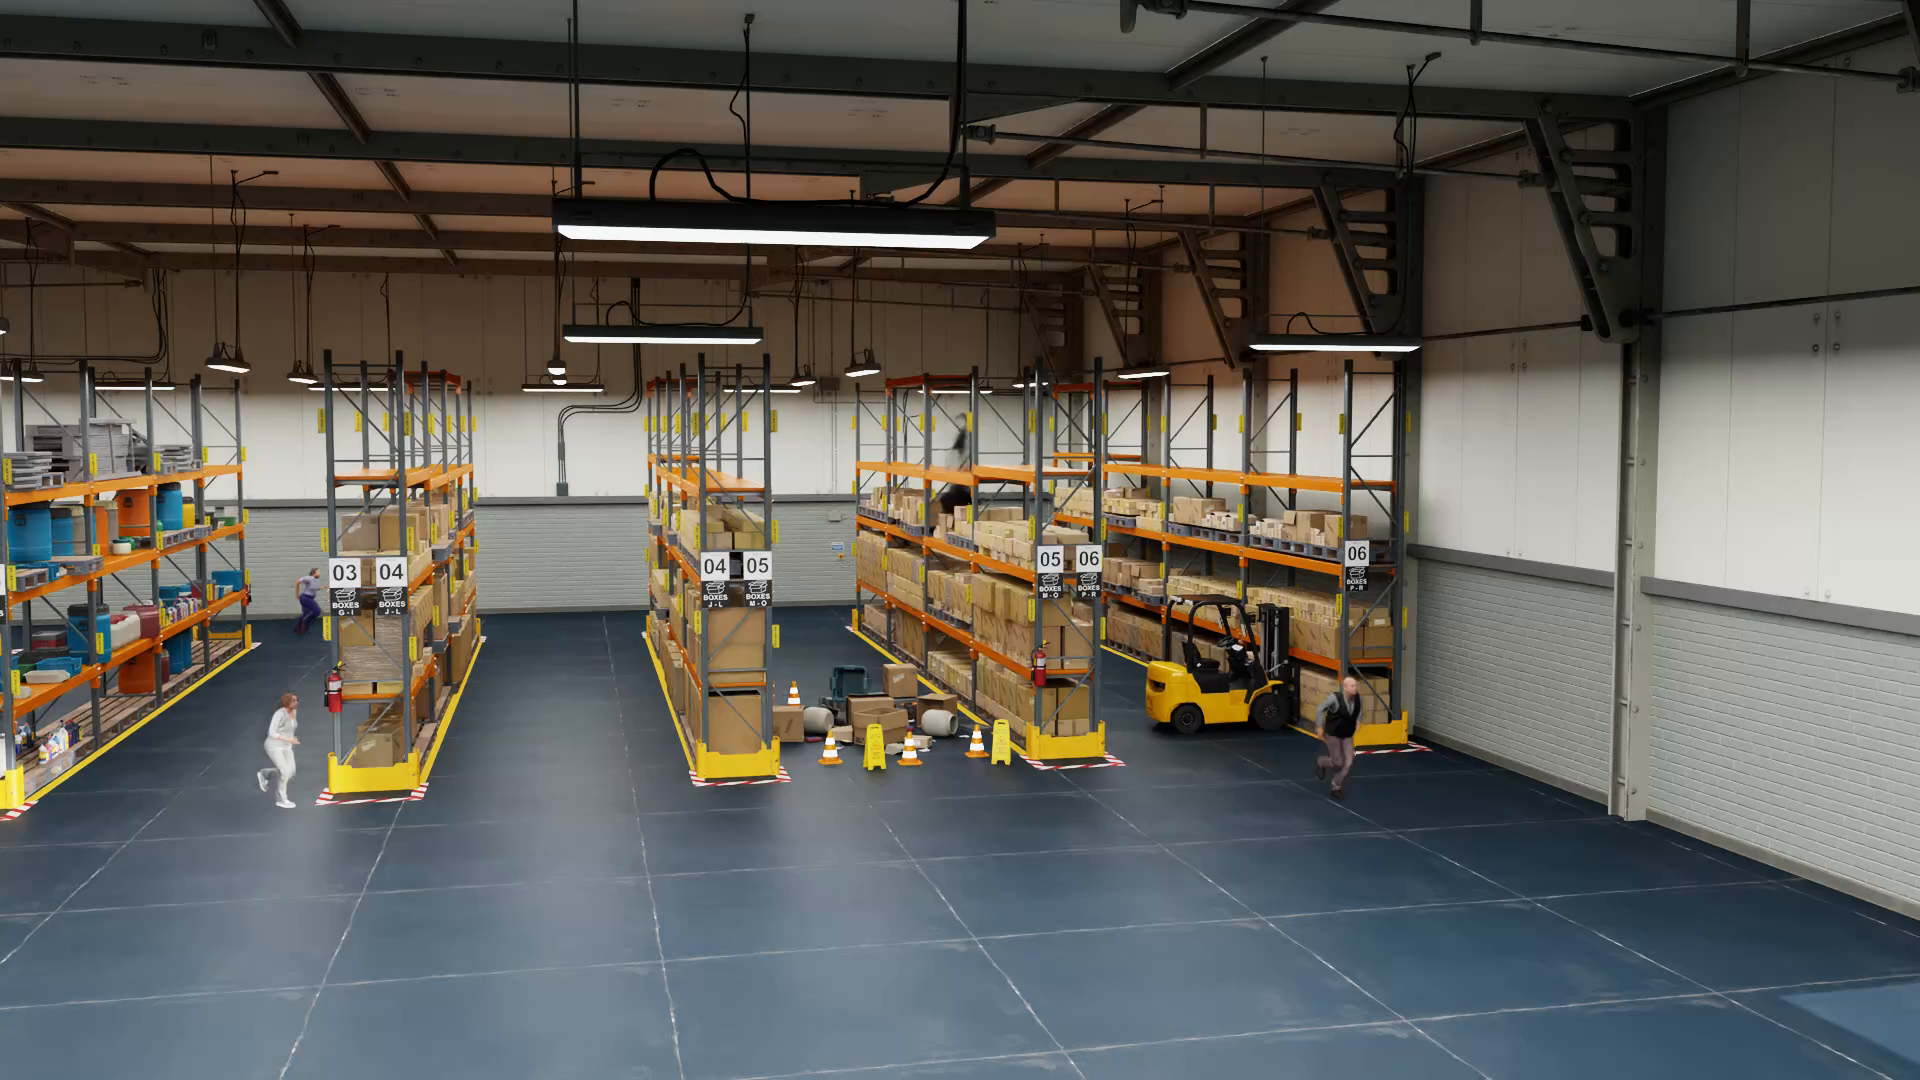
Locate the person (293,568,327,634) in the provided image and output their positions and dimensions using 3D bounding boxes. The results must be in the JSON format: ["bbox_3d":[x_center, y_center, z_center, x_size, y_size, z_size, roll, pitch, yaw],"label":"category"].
[{"bbox_3d":[-15.520,1.448,39.659,0.807,1.570,0.591,0,4,-6],"label":"person"}]

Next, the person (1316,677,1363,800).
[{"bbox_3d":[5.087,2.641,22.390,0.653,1.660,0.766,-2,4,-26],"label":"person"}]

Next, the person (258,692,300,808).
[{"bbox_3d":[-8.898,2.738,21.724,0.689,1.540,0.507,1,4,17],"label":"person"}]
